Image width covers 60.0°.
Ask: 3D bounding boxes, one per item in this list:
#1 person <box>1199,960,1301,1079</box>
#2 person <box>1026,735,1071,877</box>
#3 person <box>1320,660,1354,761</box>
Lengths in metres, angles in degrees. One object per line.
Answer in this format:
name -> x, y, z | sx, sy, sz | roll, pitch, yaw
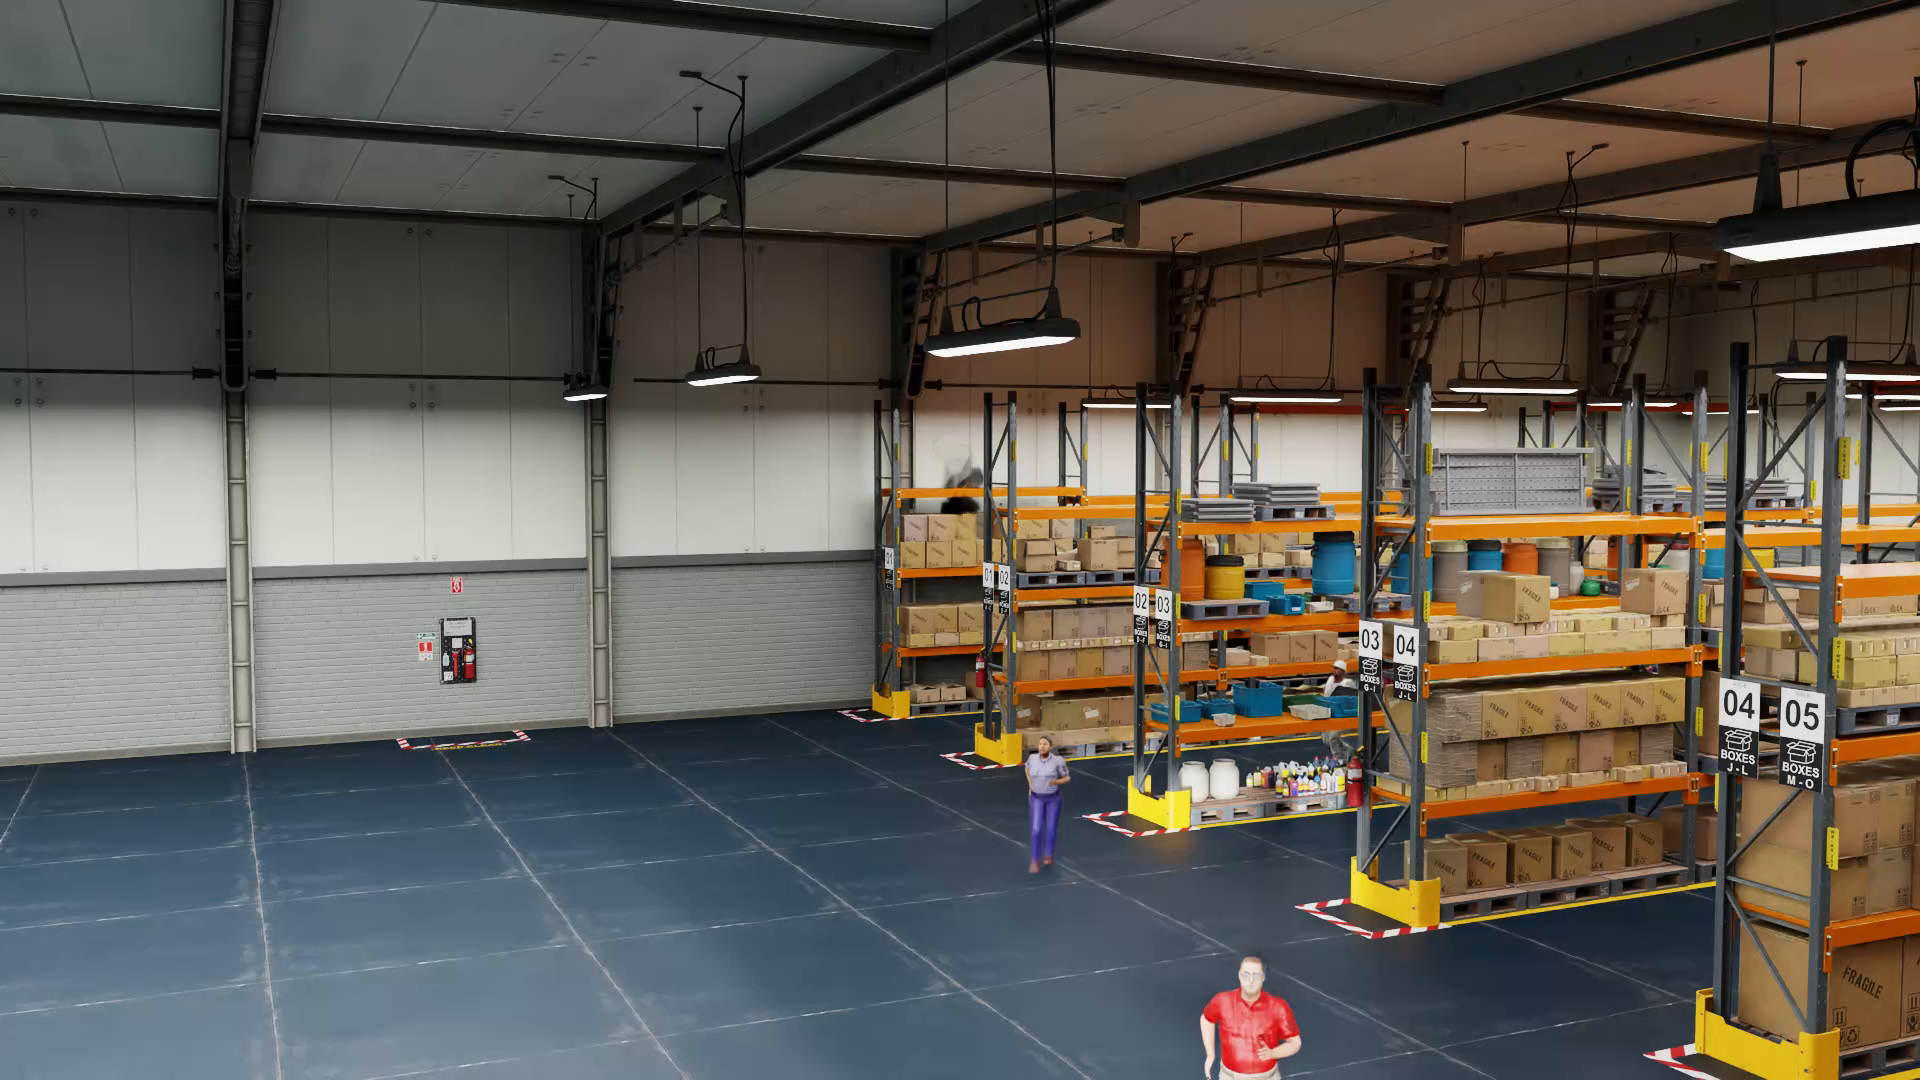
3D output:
person -> 1.927, 3.652, 11.081 | 0.672, 1.700, 0.928 | 1, 3, 9
person -> 1.049, 3.199, 20.027 | 0.573, 1.717, 0.721 | 1, 3, 9
person -> 5.981, 2.767, 26.281 | 0.578, 1.742, 0.682 | -2, 4, -28
